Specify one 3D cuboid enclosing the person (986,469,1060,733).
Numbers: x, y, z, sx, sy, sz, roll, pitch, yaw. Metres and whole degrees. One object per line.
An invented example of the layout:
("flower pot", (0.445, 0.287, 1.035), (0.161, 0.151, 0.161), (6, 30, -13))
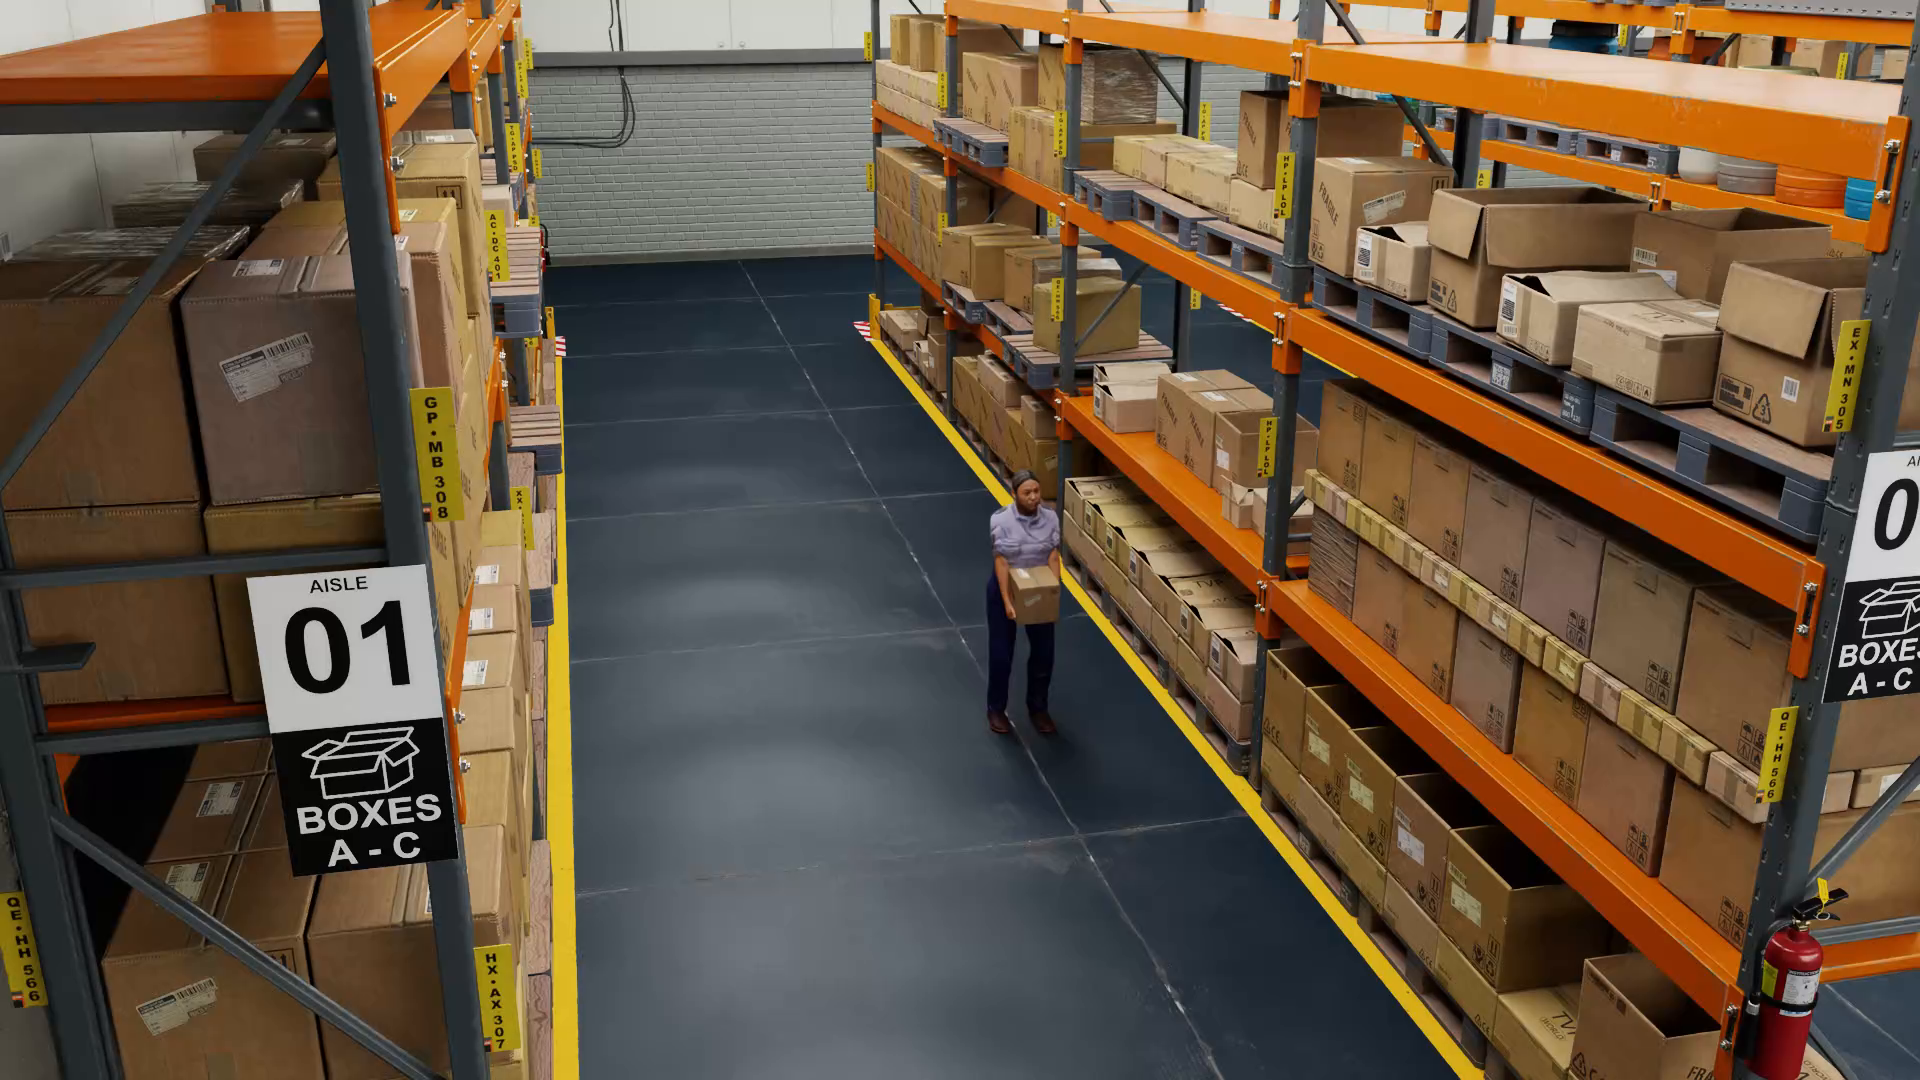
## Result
("person", (0.399, 0.381, 10.048), (0.435, 1.646, 0.533), (-5, 20, -13))
